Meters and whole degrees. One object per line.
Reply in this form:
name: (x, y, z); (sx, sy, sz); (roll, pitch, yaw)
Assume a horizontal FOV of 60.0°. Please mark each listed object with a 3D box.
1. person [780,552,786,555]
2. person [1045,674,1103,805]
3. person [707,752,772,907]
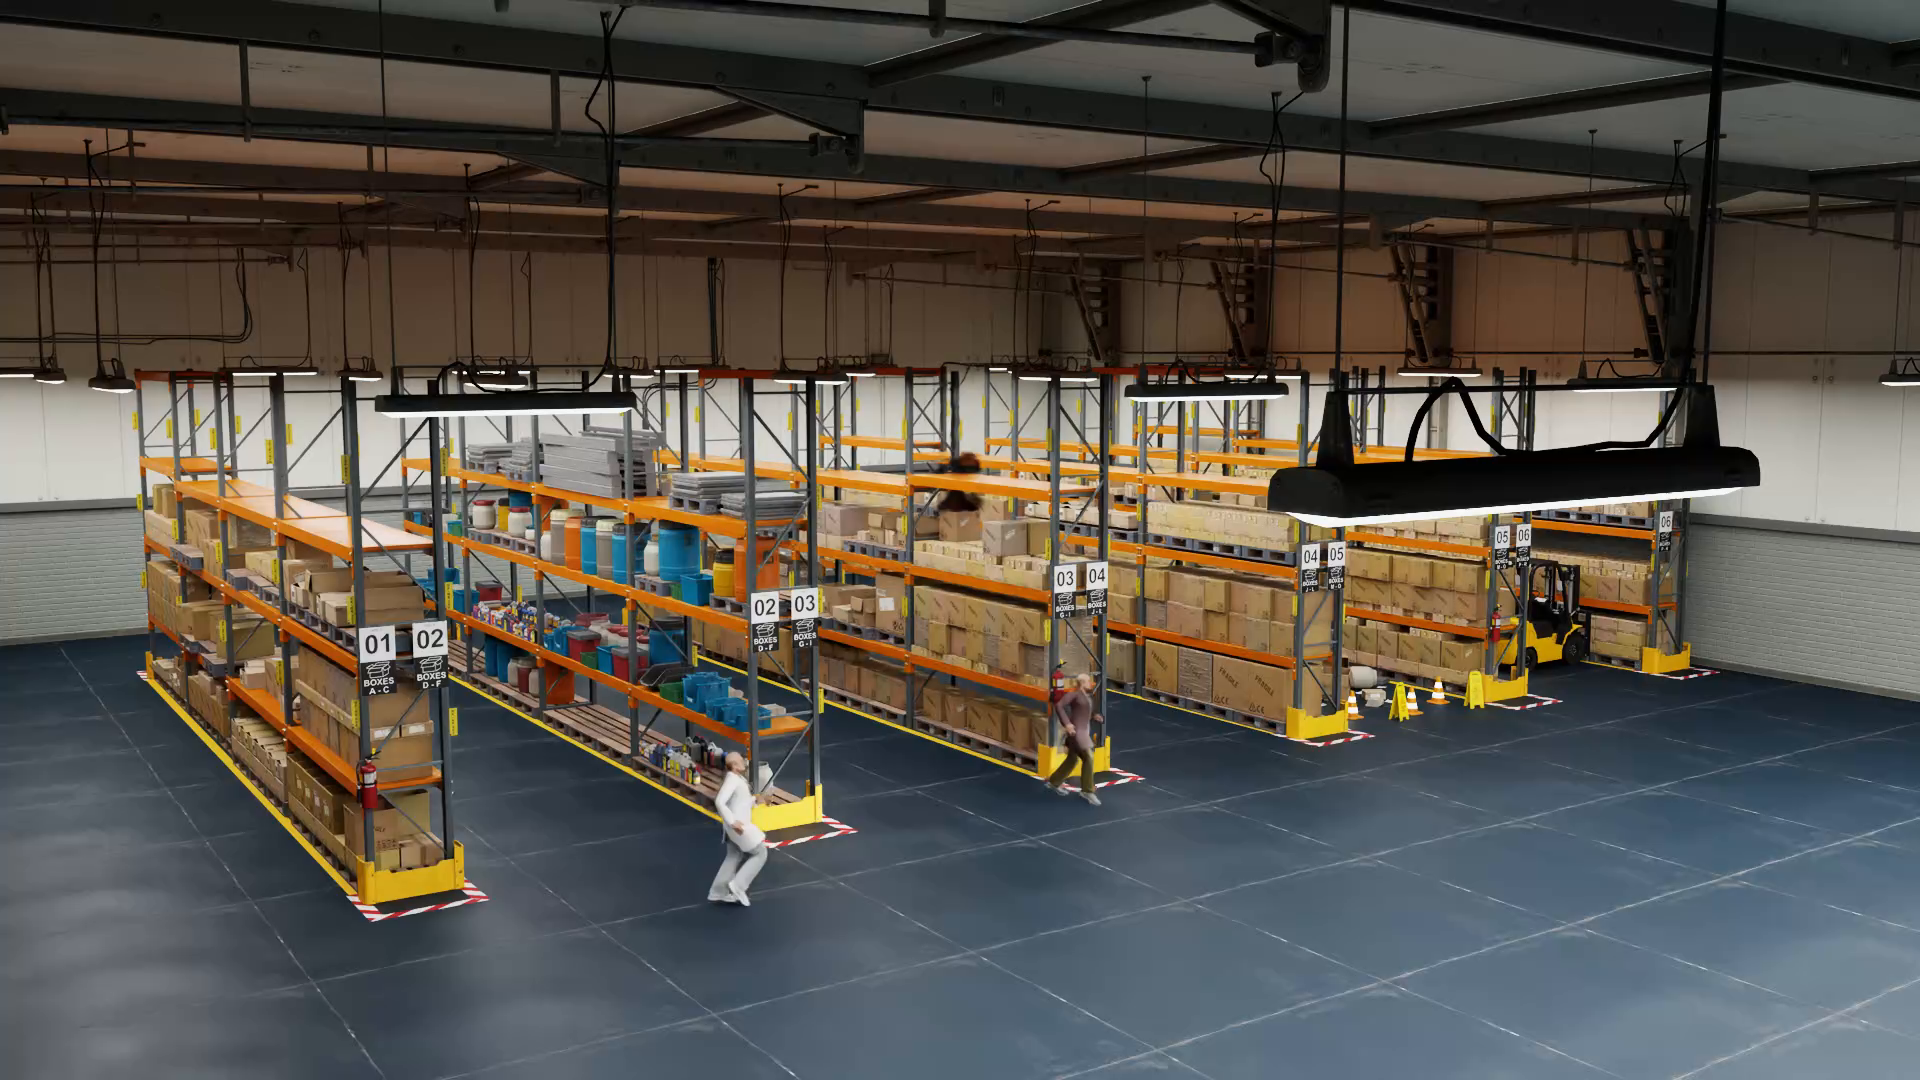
person: (-4.324, 1.091, 39.468); (0.701, 1.581, 0.512); (0, 6, -1)
person: (1.678, 2.801, 23.685); (0.896, 1.809, 0.709); (3, 7, 21)
person: (-2.522, 3.309, 19.048); (0.756, 1.785, 0.676); (-2, 7, -17)
